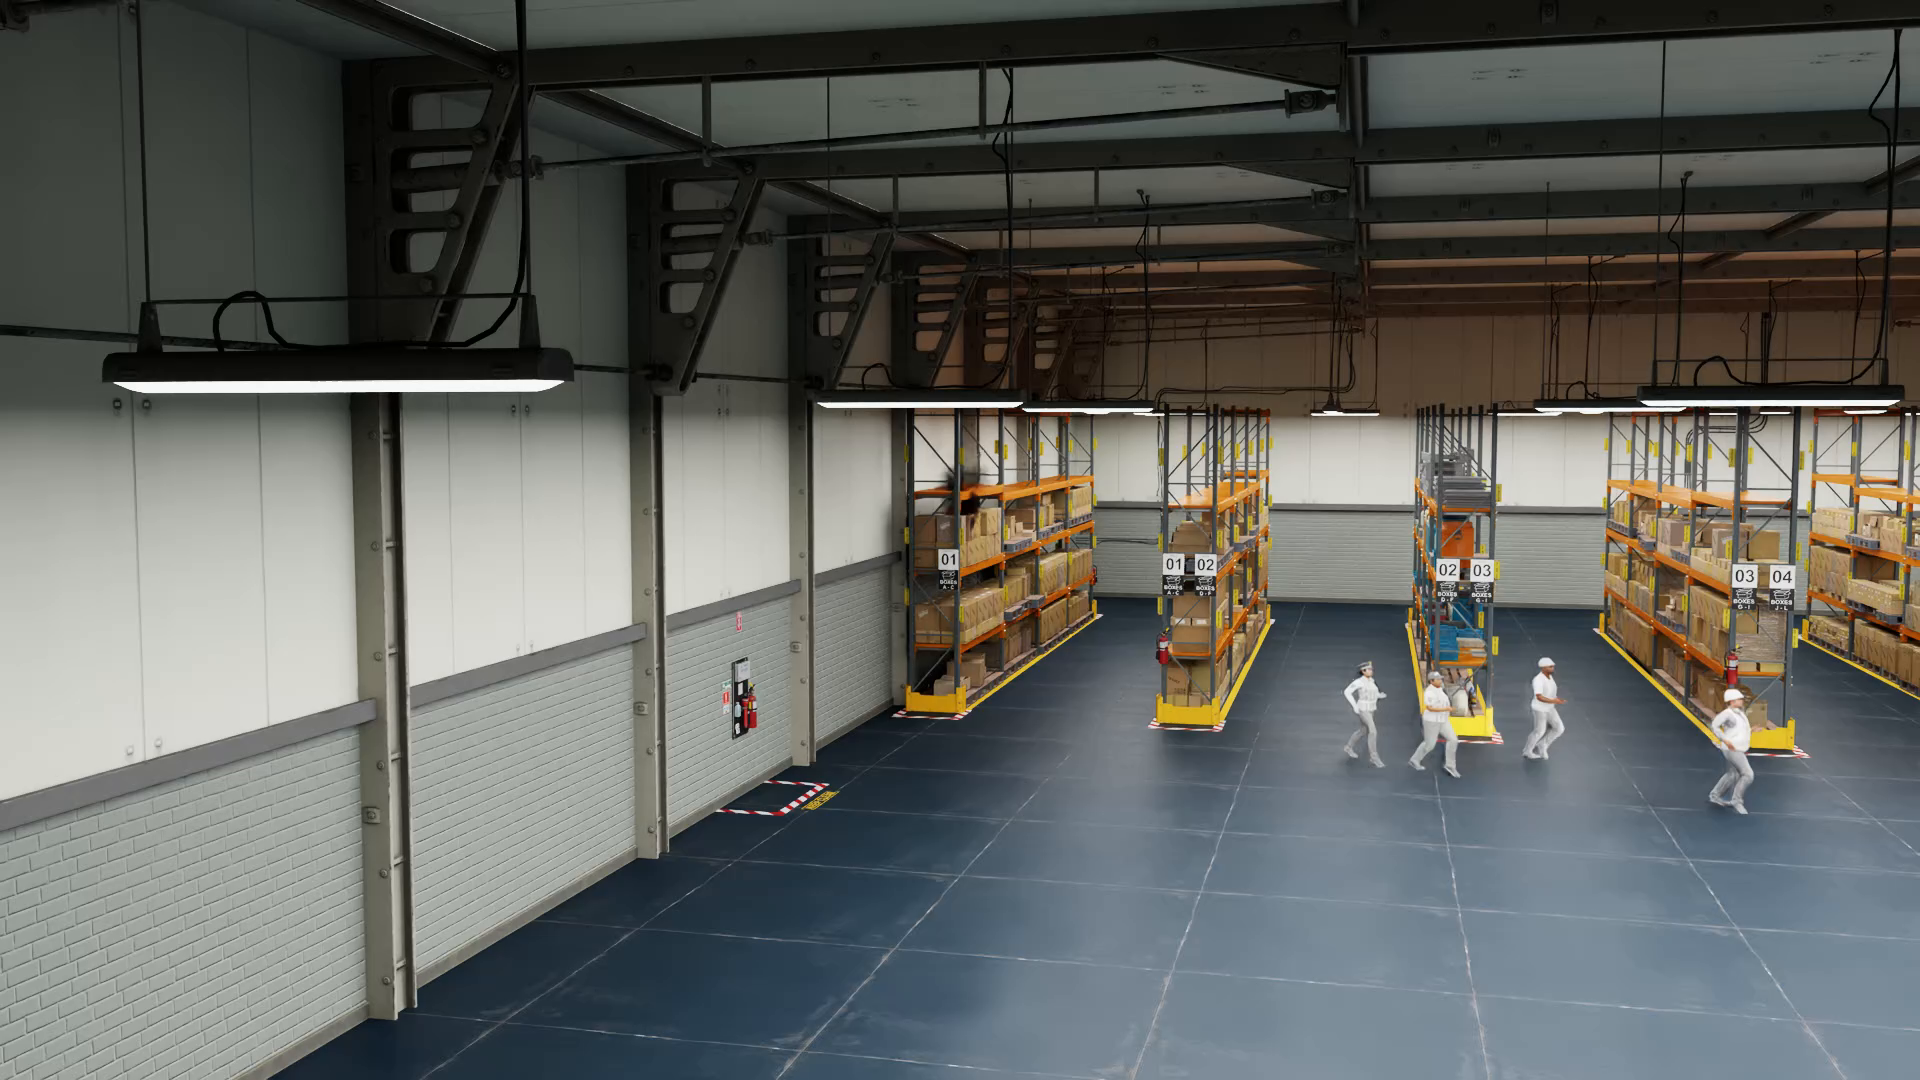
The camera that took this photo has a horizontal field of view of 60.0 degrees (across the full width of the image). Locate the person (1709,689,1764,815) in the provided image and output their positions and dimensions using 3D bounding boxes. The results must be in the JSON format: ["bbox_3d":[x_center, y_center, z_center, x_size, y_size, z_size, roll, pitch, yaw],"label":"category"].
[{"bbox_3d":[11.292,3.082,24.206,0.715,1.824,0.637,3,5,39],"label":"person"}]

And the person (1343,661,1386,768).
[{"bbox_3d":[6.715,2.859,27.552,0.848,1.730,0.596,4,6,42],"label":"person"}]

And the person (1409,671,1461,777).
[{"bbox_3d":[7.672,2.962,26.807,0.607,1.703,0.816,-4,6,-44],"label":"person"}]

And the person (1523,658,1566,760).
[{"bbox_3d":[9.782,2.824,27.751,0.674,1.735,0.756,-4,6,-44],"label":"person"}]
